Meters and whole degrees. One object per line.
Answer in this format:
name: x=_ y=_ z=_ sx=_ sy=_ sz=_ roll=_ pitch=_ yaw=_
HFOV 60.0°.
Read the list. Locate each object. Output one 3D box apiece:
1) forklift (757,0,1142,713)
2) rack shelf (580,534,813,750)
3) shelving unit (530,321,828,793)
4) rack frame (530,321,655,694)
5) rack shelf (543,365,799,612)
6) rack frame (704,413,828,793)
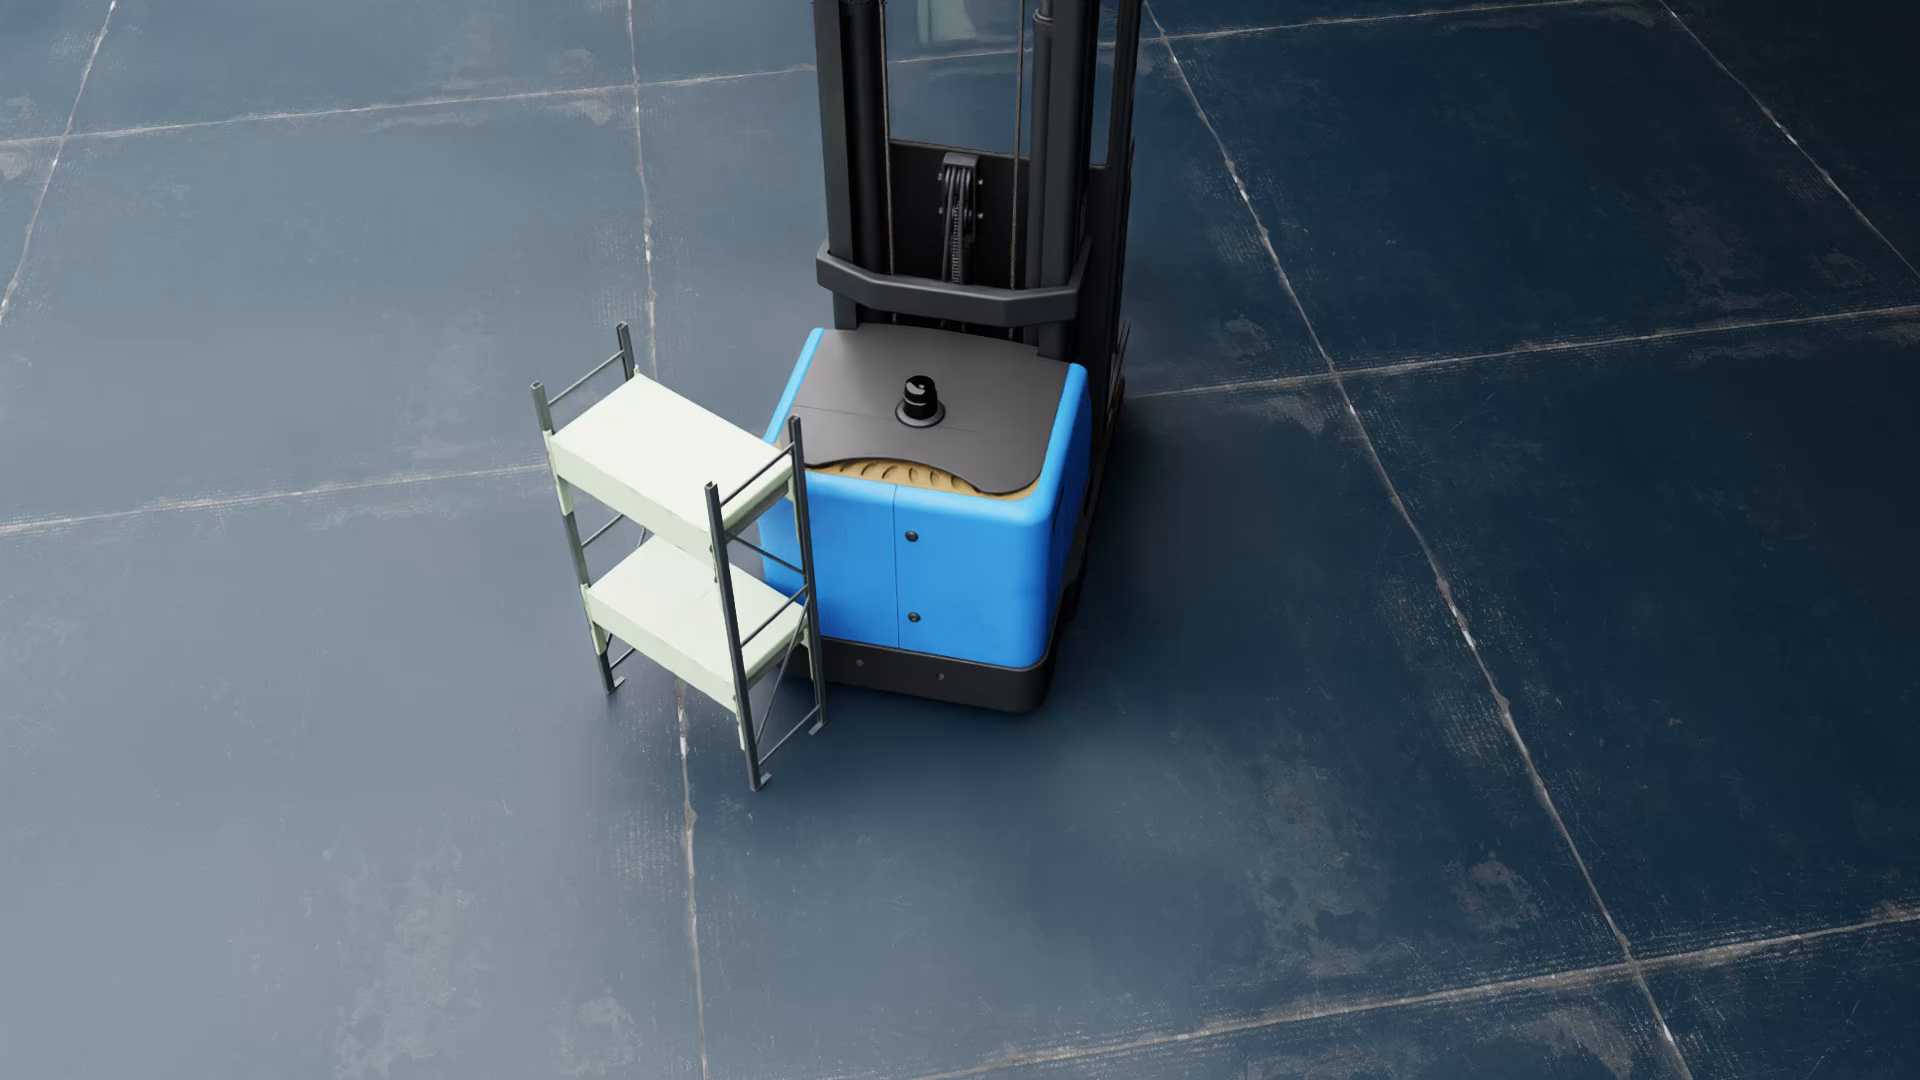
forklift: x=0.104 y=-1.470 z=6.131 sx=1.130 sy=2.935 sz=3.031 roll=9 pitch=47 yaw=9
rack shelf: x=-0.904 y=0.322 z=5.851 sx=0.720 sy=0.370 sz=0.431 roll=29 pitch=52 yaw=25
shelving unit: x=-0.904 y=0.096 z=5.616 sx=0.755 sy=1.500 sz=0.431 roll=29 pitch=52 yaw=25
rack frame: x=-1.196 y=-0.064 z=5.770 sx=0.023 sy=1.500 sz=0.400 roll=29 pitch=52 yaw=25
rack shelf: x=-0.904 y=-0.175 z=5.335 sx=0.720 sy=0.370 sz=0.431 roll=29 pitch=52 yaw=25
rack frame: x=-0.613 y=0.255 z=5.463 sx=0.023 sy=1.500 sz=0.400 roll=29 pitch=52 yaw=25
